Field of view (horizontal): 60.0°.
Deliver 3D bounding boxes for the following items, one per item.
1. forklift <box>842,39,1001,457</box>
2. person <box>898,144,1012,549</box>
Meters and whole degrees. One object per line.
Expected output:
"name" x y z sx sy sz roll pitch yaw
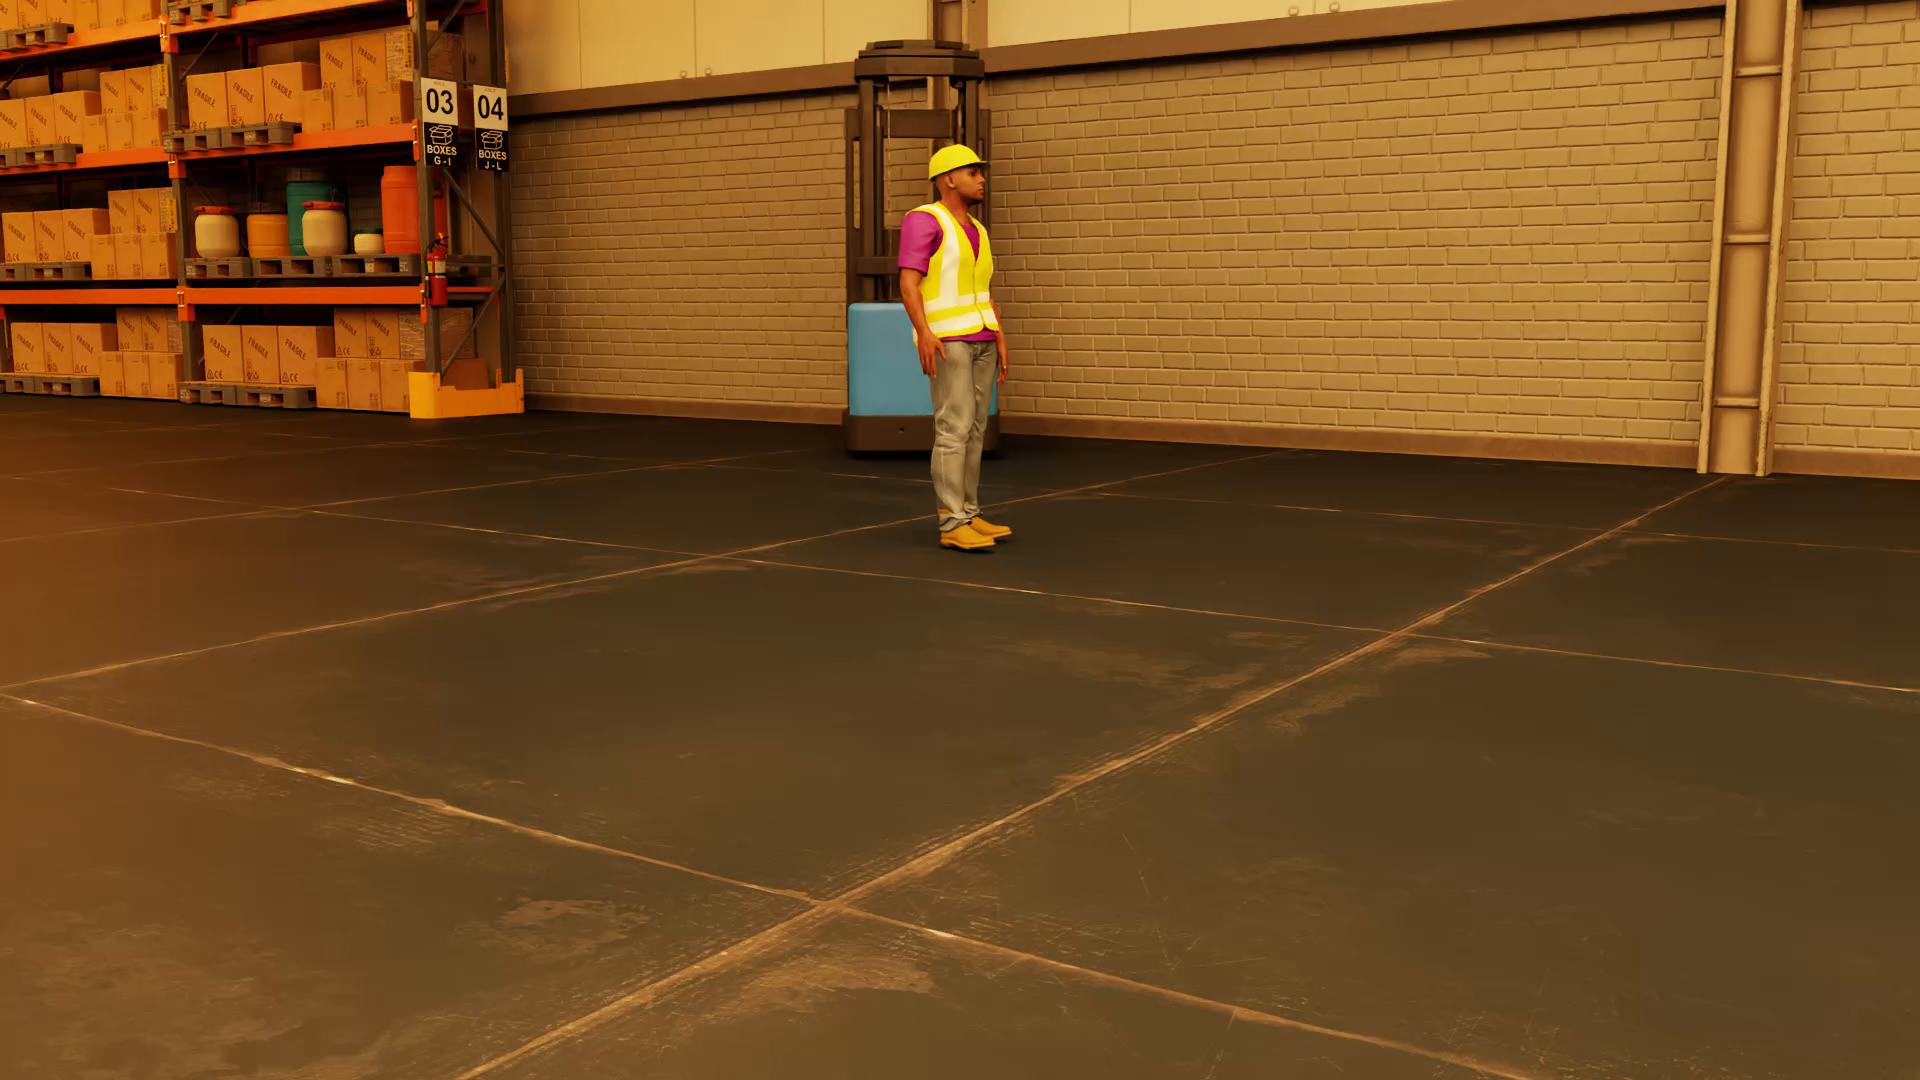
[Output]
"forklift" -0.325 -2.206 12.706 1.130 2.935 3.031 0 8 -3
"person" 0.054 -0.876 7.435 0.577 1.765 0.665 5 10 34
